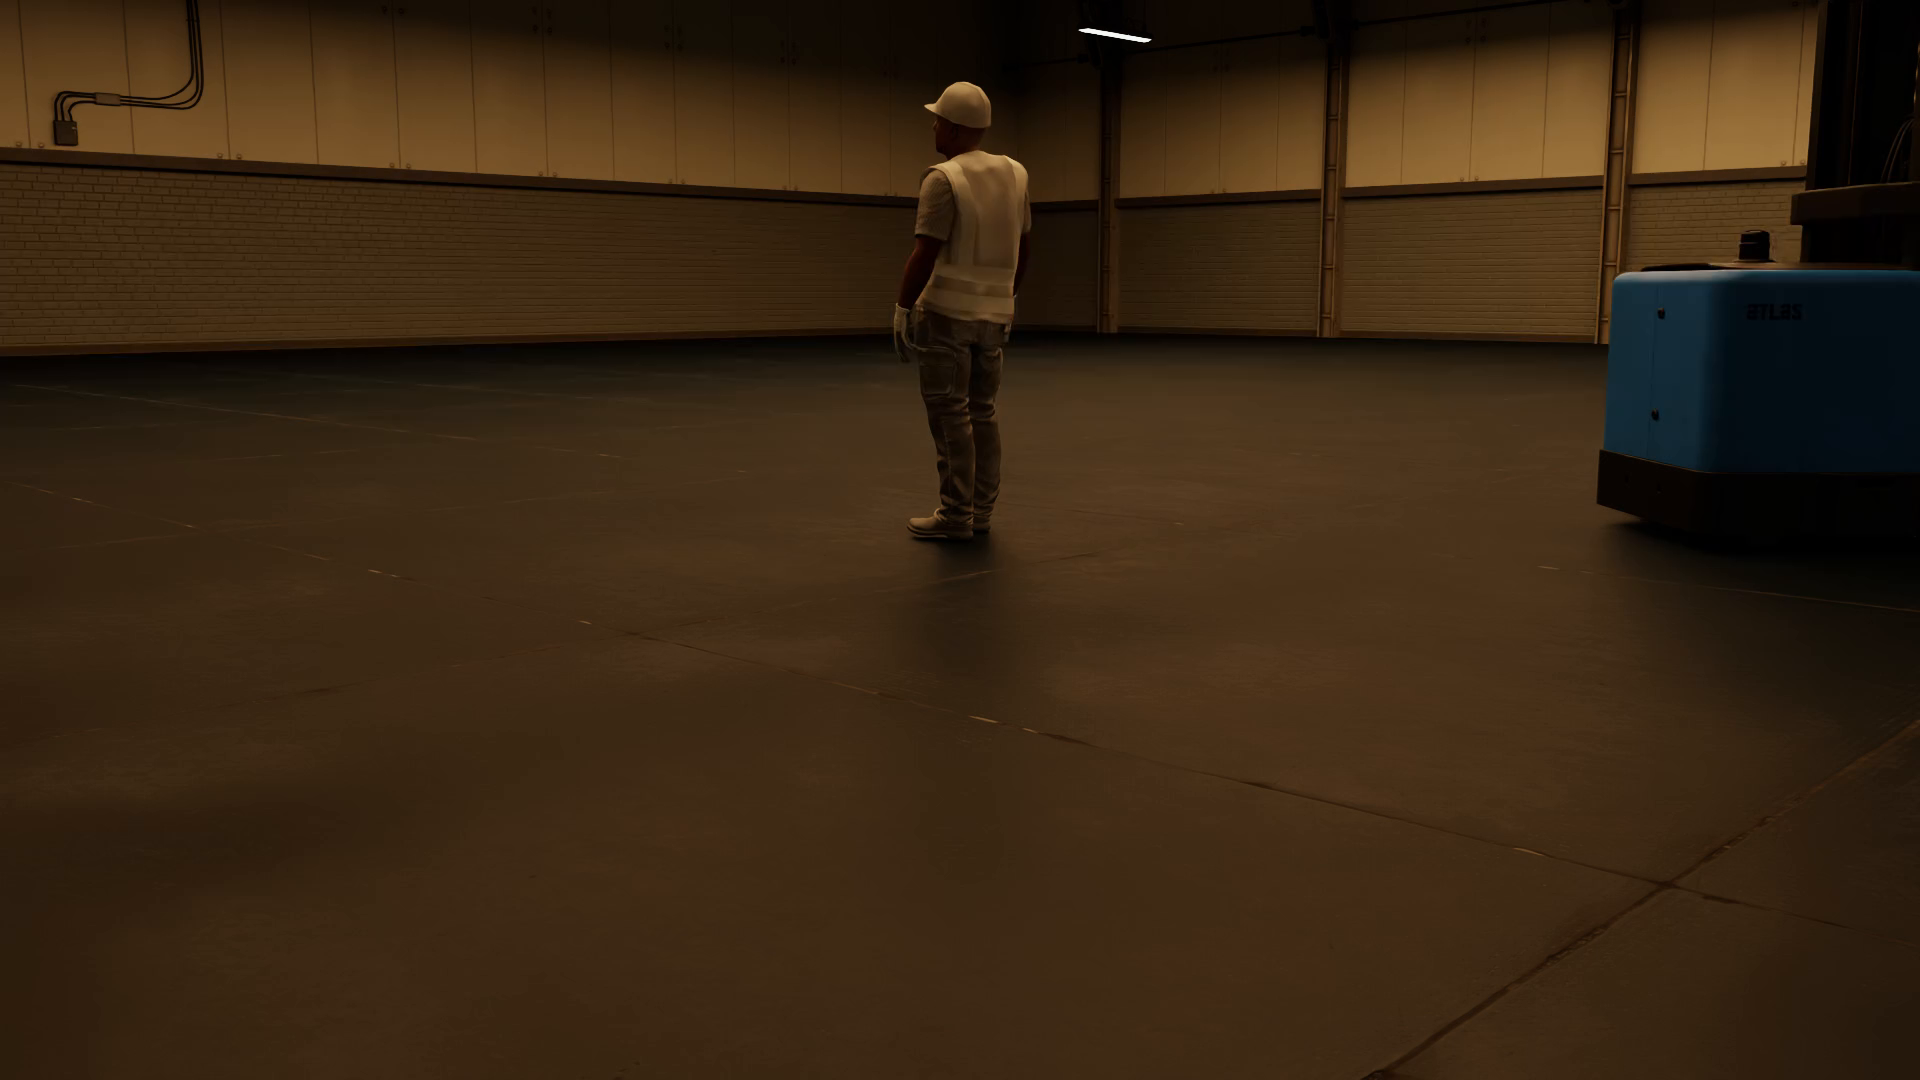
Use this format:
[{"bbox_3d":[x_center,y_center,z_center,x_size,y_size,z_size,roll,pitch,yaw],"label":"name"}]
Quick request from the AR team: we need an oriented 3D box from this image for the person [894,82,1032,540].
[{"bbox_3d":[-0.045,-0.897,6.639,0.577,1.782,0.656,8,12,43],"label":"person"}]

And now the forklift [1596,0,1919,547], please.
[{"bbox_3d":[4.318,-1.479,6.696,3.031,2.935,1.130,0,9,-2],"label":"forklift"}]
